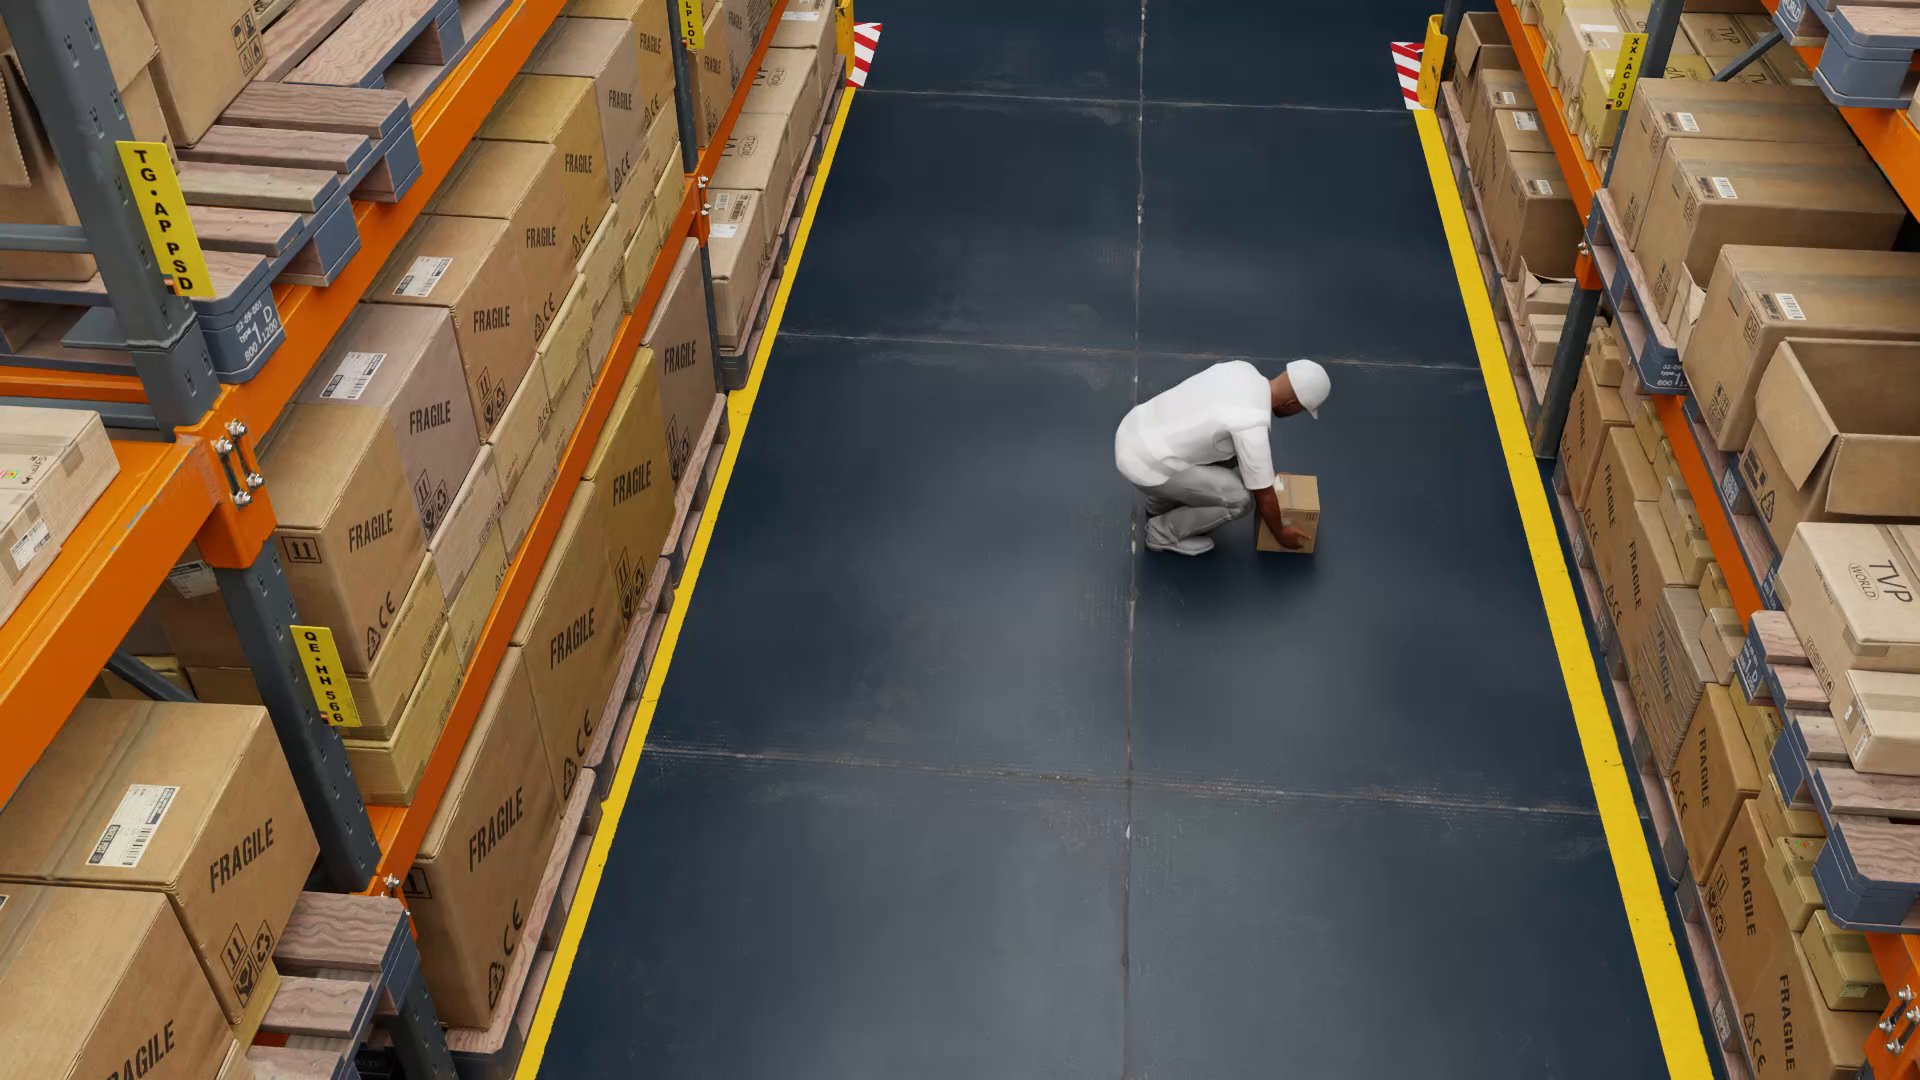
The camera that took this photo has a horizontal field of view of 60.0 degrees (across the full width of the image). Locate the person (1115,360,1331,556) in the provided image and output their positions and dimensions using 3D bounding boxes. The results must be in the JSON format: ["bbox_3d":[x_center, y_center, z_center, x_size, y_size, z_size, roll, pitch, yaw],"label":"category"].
[{"bbox_3d":[1.133,-0.408,7.313,0.896,0.893,0.563,3,40,4],"label":"person"}]
